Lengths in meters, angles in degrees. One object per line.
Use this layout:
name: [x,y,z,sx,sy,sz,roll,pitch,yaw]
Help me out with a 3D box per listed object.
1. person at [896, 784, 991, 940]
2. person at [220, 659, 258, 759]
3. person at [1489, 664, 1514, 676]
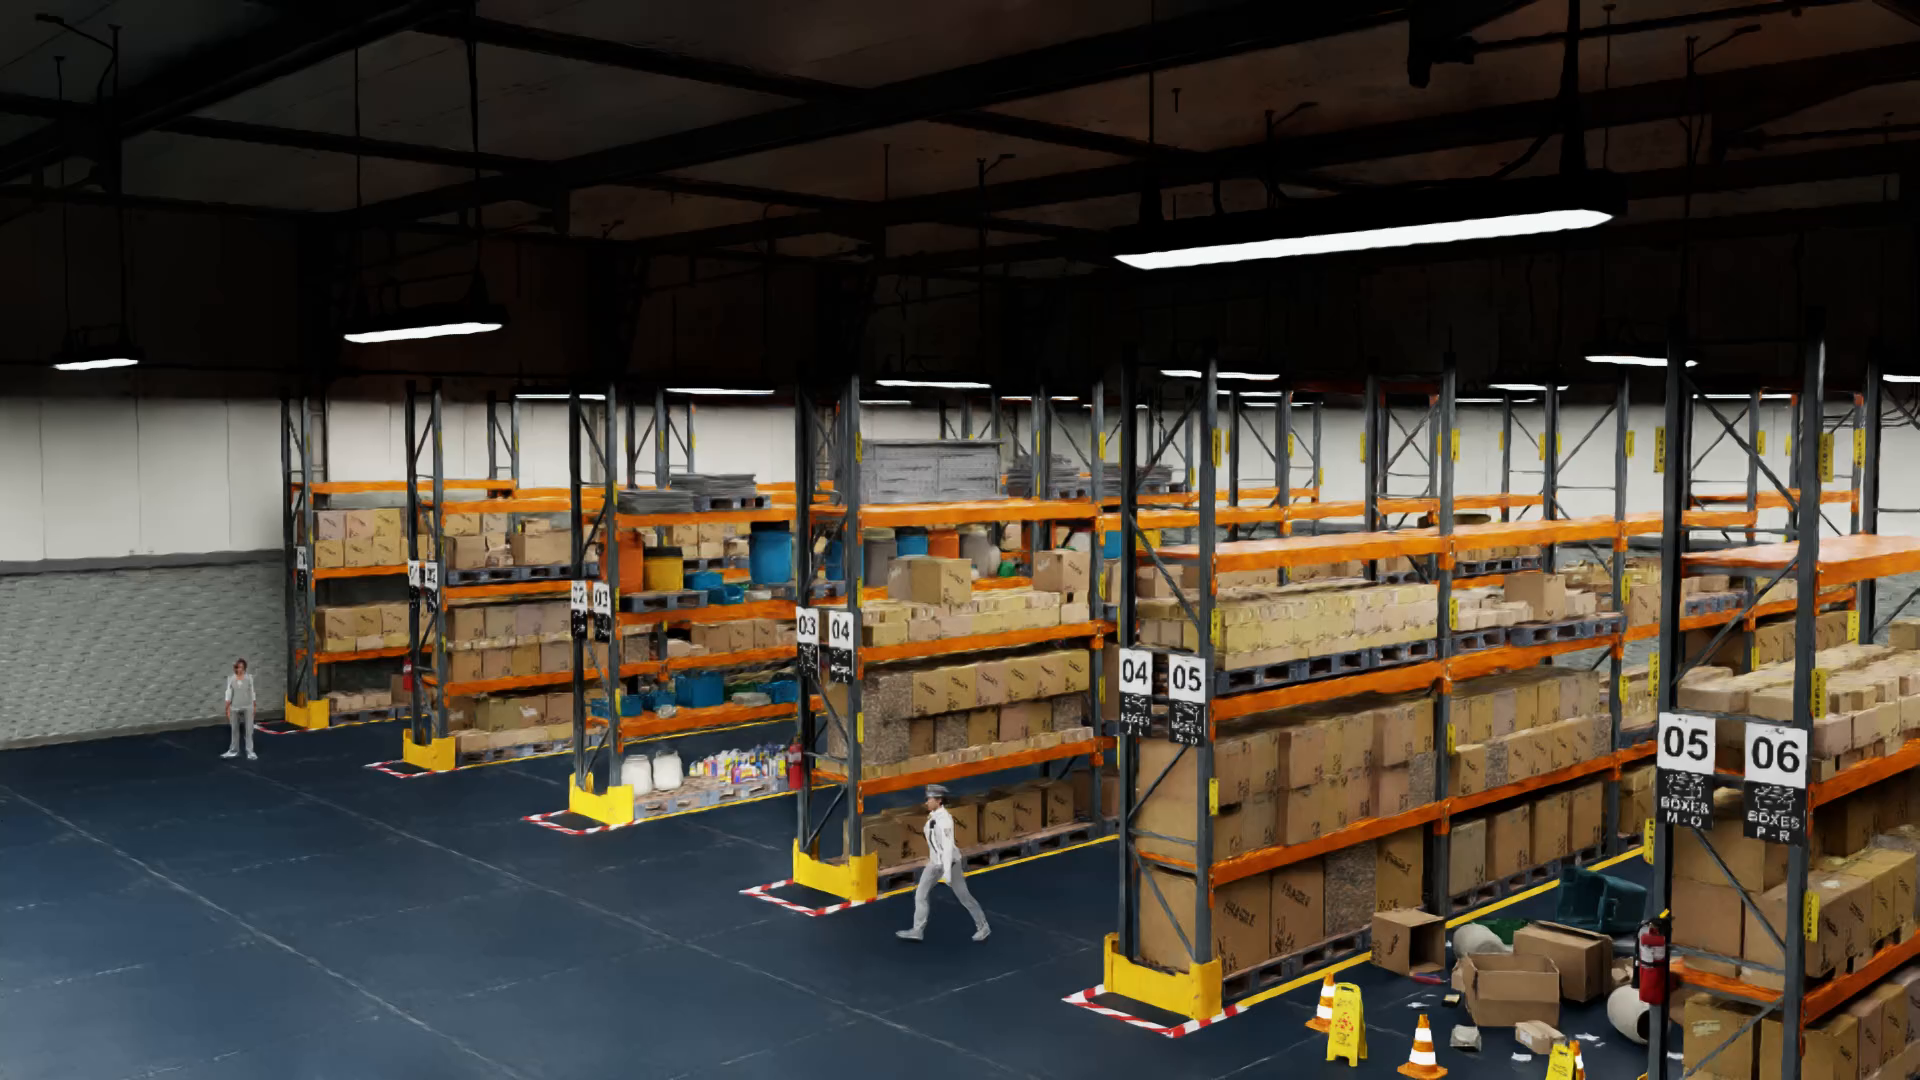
person: [-0.152,3.276,16.893,0.943,1.618,0.520,-1,4,-21]
person: [-11.456,2.681,26.390,0.592,1.596,0.398,-1,4,-16]
person: [8.559,2.620,26.220,1.123,1.709,0.553,-3,5,-42]
